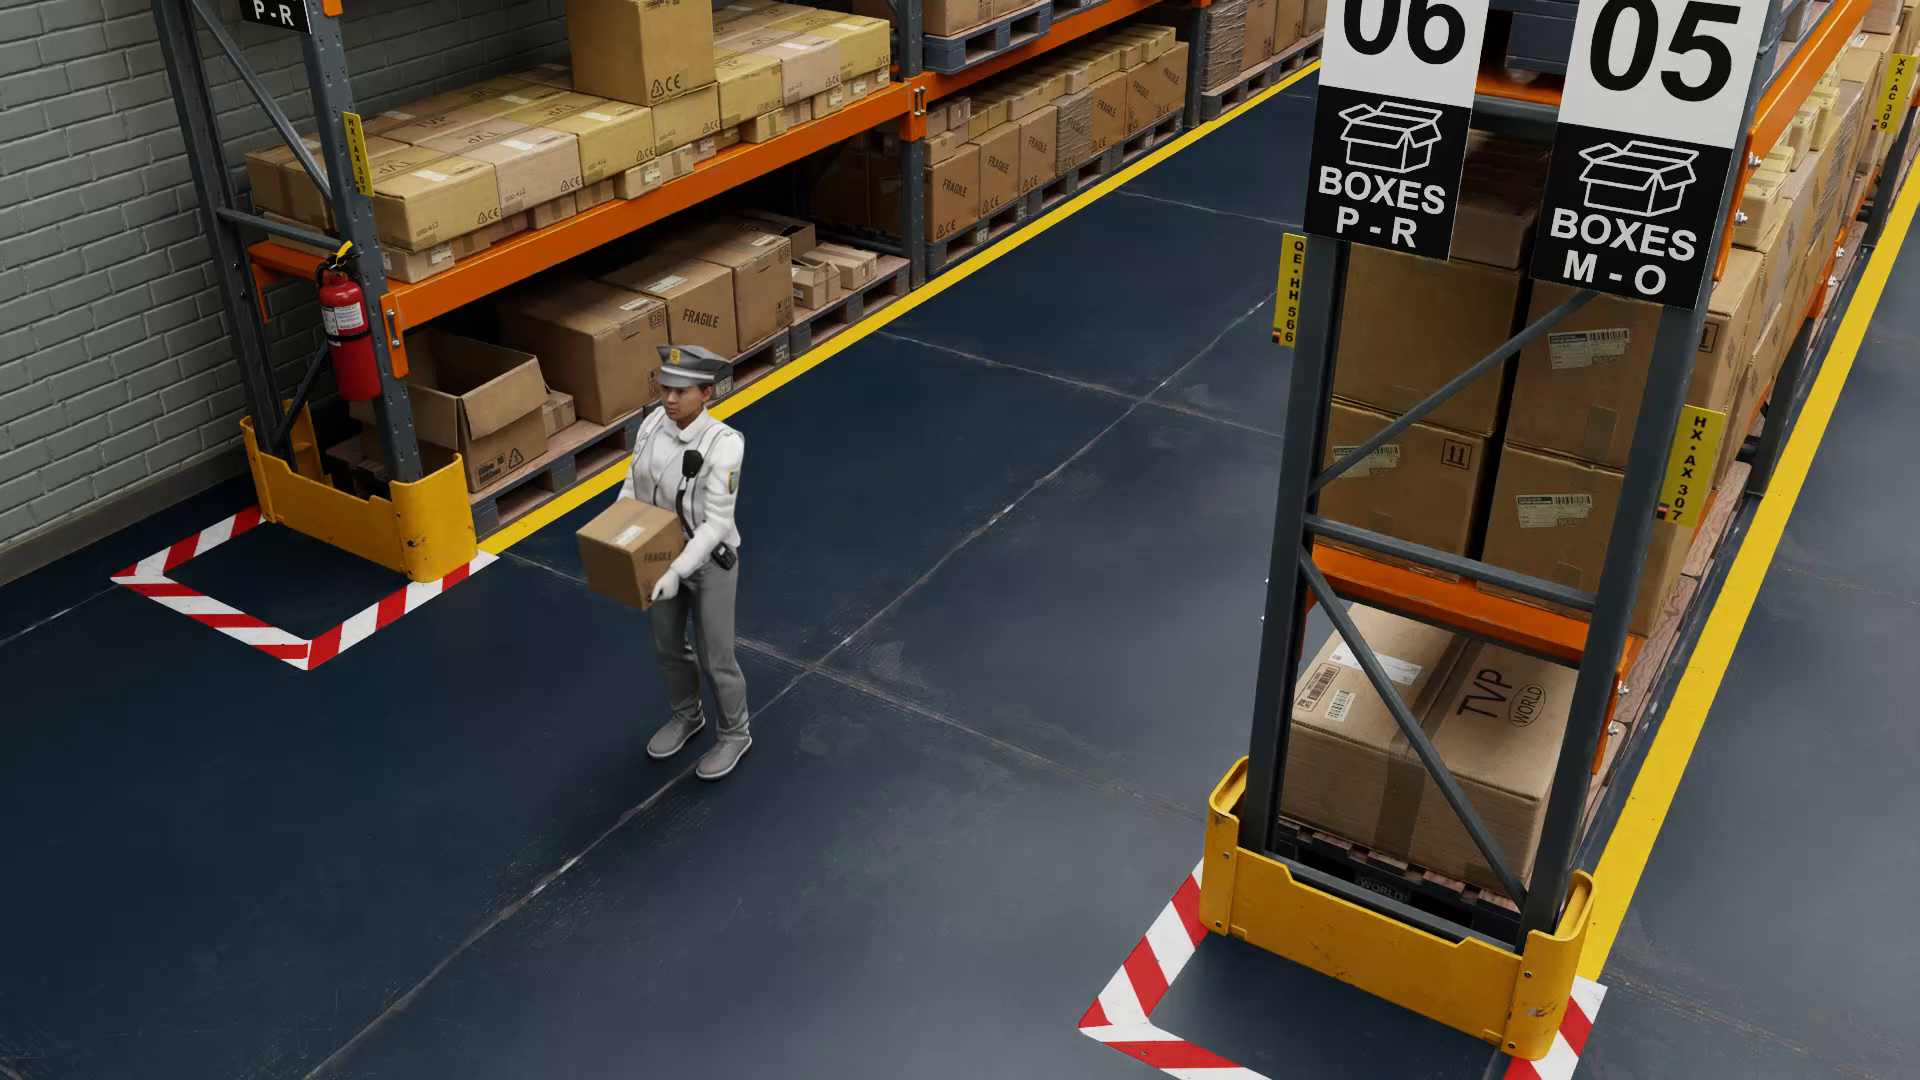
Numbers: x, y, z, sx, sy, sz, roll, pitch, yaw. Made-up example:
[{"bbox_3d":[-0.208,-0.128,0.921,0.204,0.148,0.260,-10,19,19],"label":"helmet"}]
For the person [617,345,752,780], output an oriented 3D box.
[{"bbox_3d":[-1.006,0.101,5.934,0.461,1.687,0.555,18,35,27],"label":"person"}]
